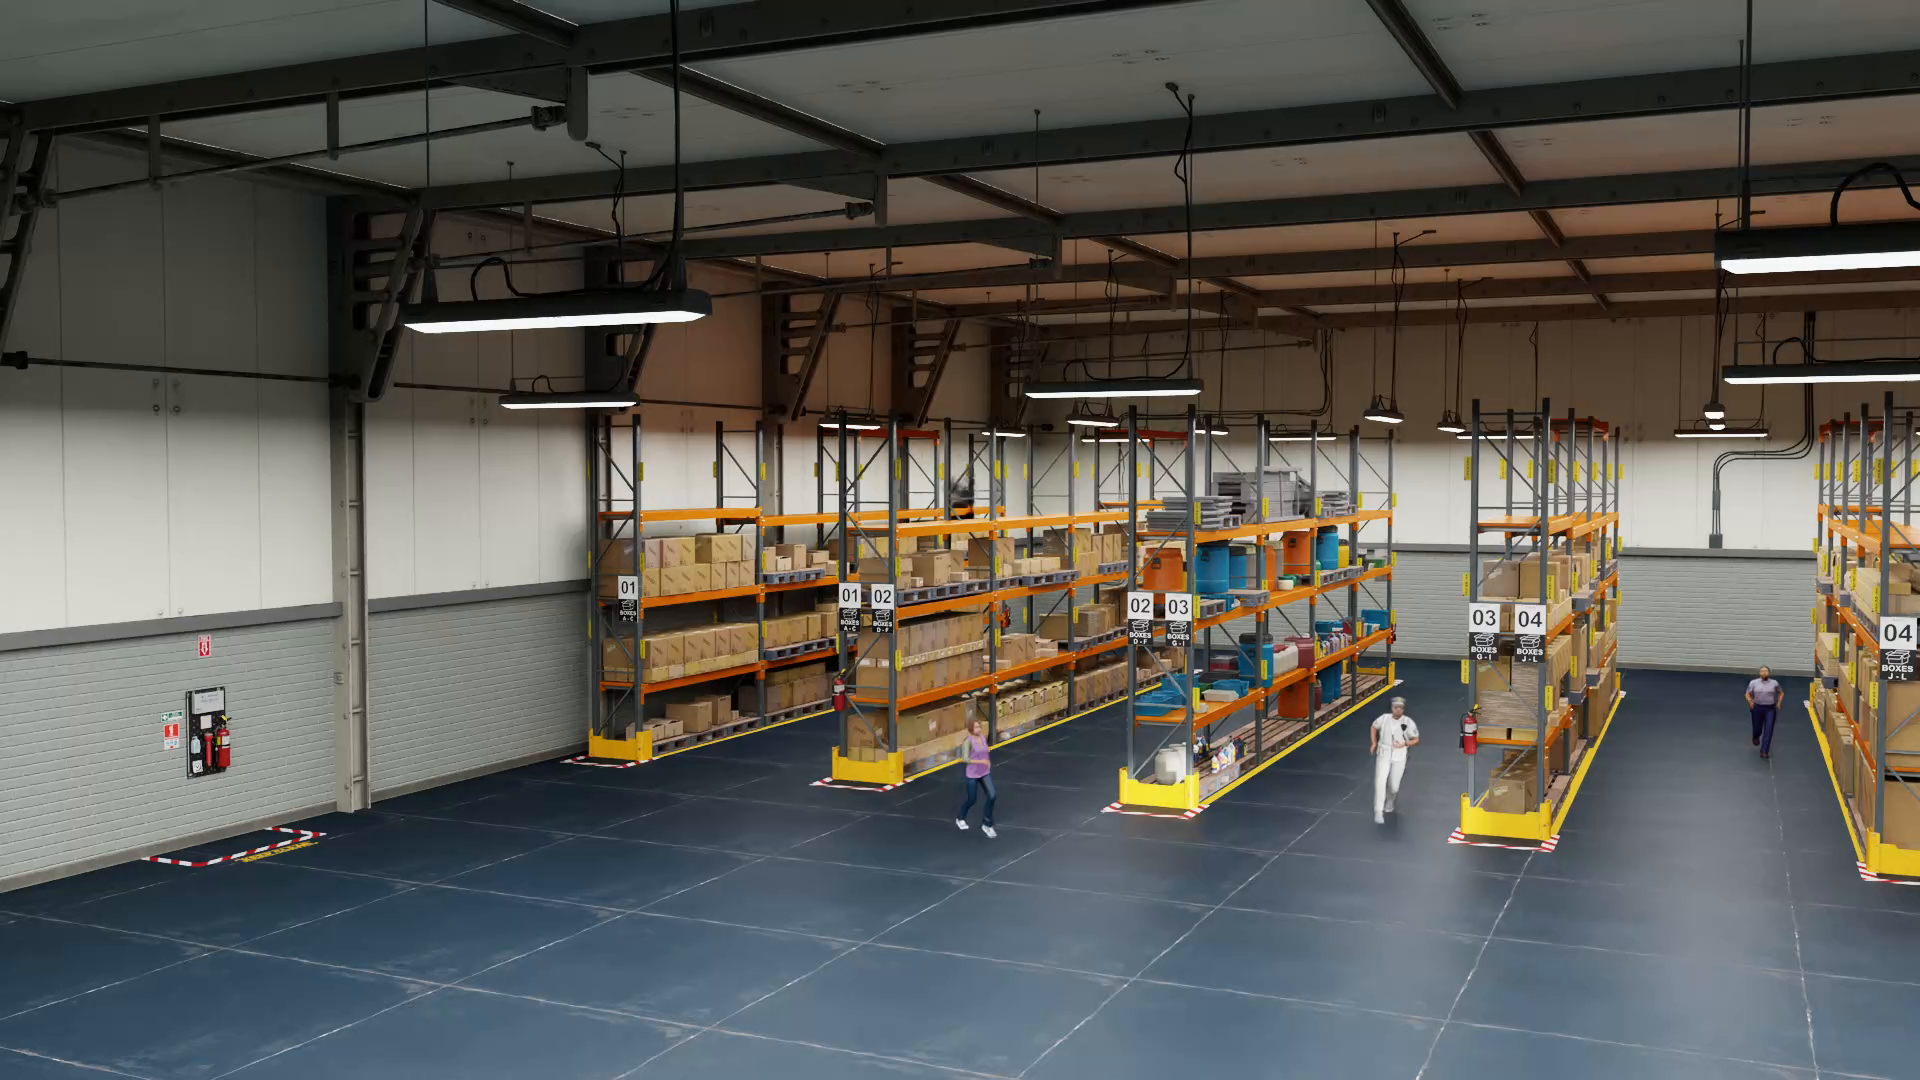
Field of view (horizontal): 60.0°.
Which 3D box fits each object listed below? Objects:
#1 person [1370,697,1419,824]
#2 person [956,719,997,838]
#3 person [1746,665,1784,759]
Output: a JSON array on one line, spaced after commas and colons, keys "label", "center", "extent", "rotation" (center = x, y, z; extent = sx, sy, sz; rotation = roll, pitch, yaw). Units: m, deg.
[{"label": "person", "center": [6.264, 3.150, 23.999], "extent": [0.683, 1.807, 0.911], "rotation": [1, 2, 17]}, {"label": "person", "center": [0.229, 3.272, 22.934], "extent": [0.541, 1.620, 0.733], "rotation": [-2, 3, -36]}, {"label": "person", "center": [14.145, 3.007, 29.219], "extent": [0.621, 1.603, 0.769], "rotation": [1, 3, 22]}]
